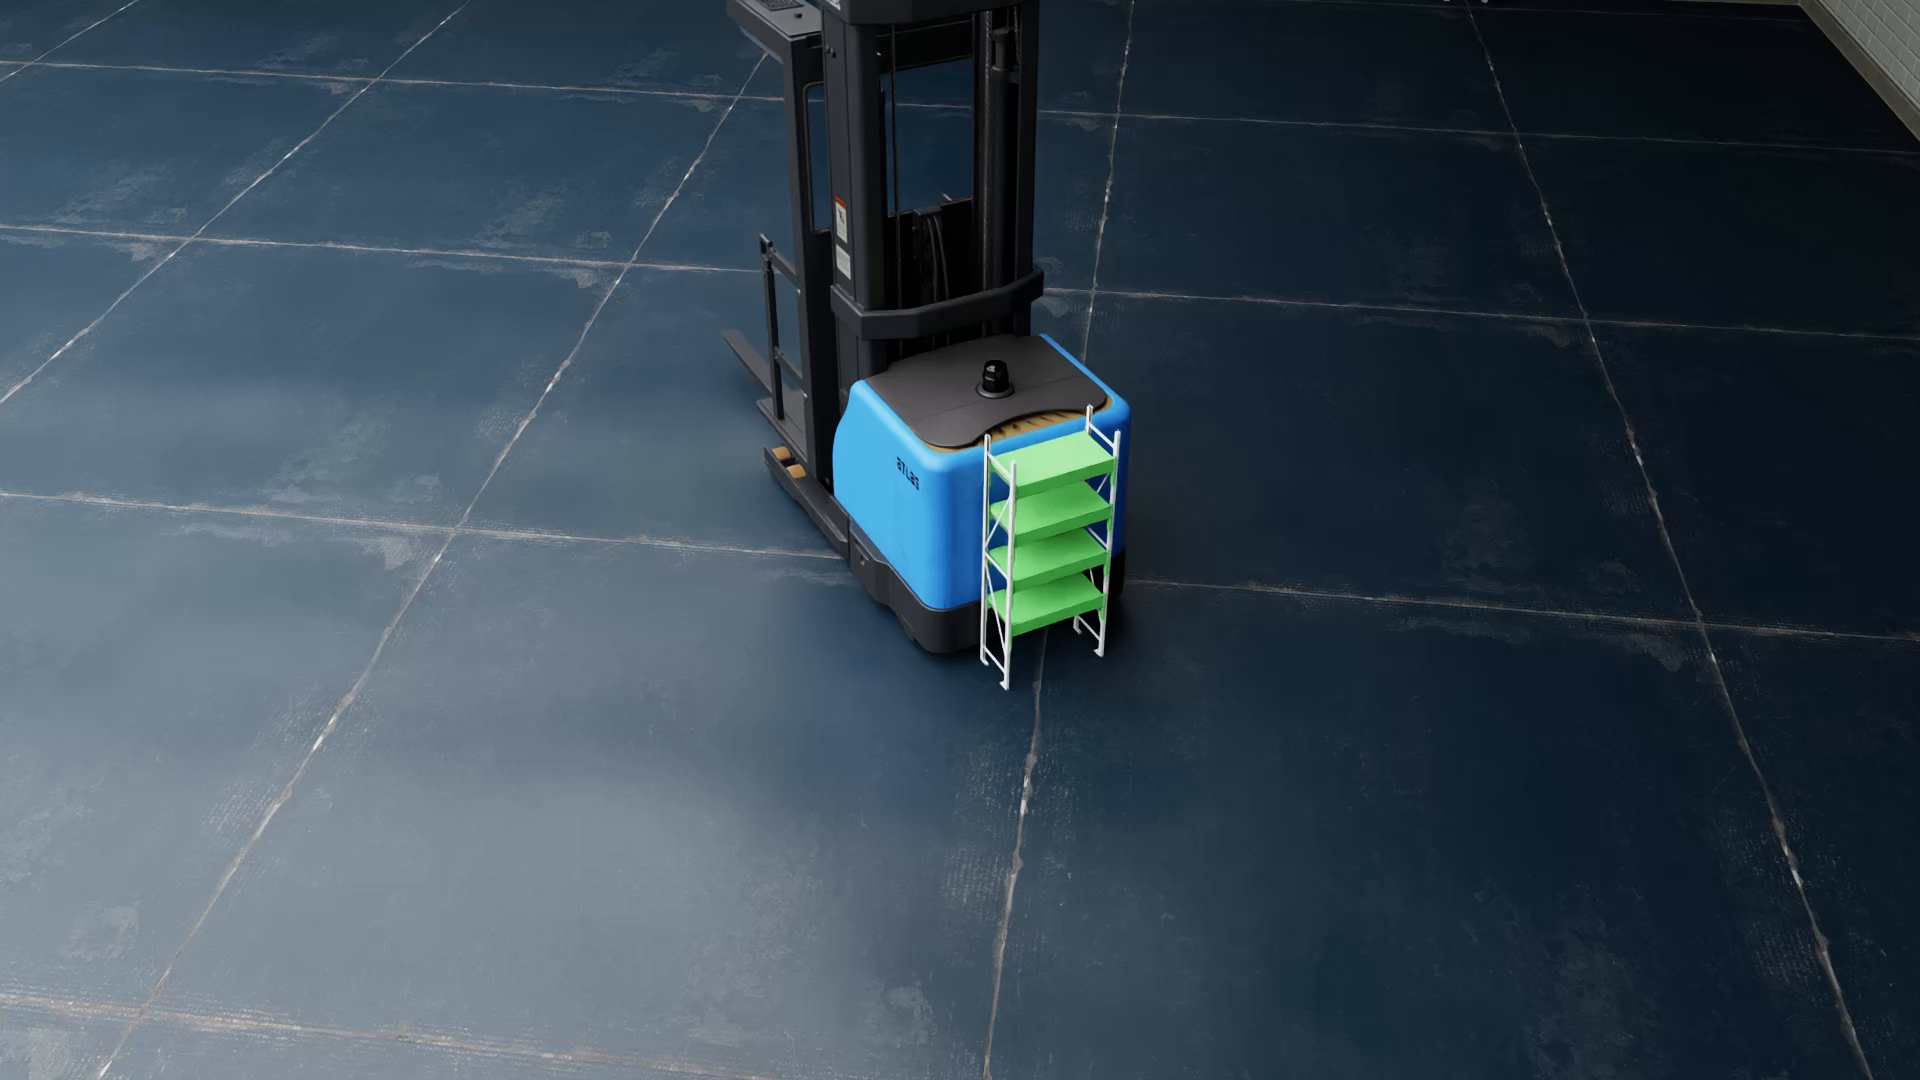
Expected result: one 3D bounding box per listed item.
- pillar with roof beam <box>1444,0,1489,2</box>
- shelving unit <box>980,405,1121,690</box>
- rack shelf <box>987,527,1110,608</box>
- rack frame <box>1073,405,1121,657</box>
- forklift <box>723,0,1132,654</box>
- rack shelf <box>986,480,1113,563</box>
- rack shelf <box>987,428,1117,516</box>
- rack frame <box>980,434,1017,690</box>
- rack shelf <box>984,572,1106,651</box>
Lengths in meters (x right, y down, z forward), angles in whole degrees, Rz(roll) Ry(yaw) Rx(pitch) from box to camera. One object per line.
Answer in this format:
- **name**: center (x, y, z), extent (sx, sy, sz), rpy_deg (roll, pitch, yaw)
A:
- **pillar with roof beam**: center (4.068, -6.162, 9.137), extent (0.400, 9.000, 9.100), rpy_deg (4, 36, 6)
- **shelving unit**: center (0.374, 0.048, 7.145), extent (0.503, 1.200, 0.258), rpy_deg (-17, 40, -22)
- **rack shelf**: center (0.374, 0.100, 7.183), extent (0.480, 0.148, 0.258), rpy_deg (-17, 40, -22)
- **rack frame**: center (0.590, -0.018, 7.238), extent (0.015, 1.200, 0.240), rpy_deg (-17, 40, -22)
- **forklift**: center (-0.364, -1.526, 7.865), extent (1.130, 2.935, 3.031), rpy_deg (-17, 39, -22)
- **rack shelf**: center (0.376, -0.094, 7.041), extent (0.480, 0.148, 0.258), rpy_deg (-17, 40, -22)
- **rack shelf**: center (0.378, -0.287, 6.898), extent (0.480, 0.148, 0.258), rpy_deg (-17, 40, -22)
- **rack frame**: center (0.158, 0.114, 7.053), extent (0.015, 1.200, 0.240), rpy_deg (-17, 40, -22)
- **rack shelf**: center (0.372, 0.293, 7.326), extent (0.480, 0.148, 0.258), rpy_deg (-17, 40, -22)
